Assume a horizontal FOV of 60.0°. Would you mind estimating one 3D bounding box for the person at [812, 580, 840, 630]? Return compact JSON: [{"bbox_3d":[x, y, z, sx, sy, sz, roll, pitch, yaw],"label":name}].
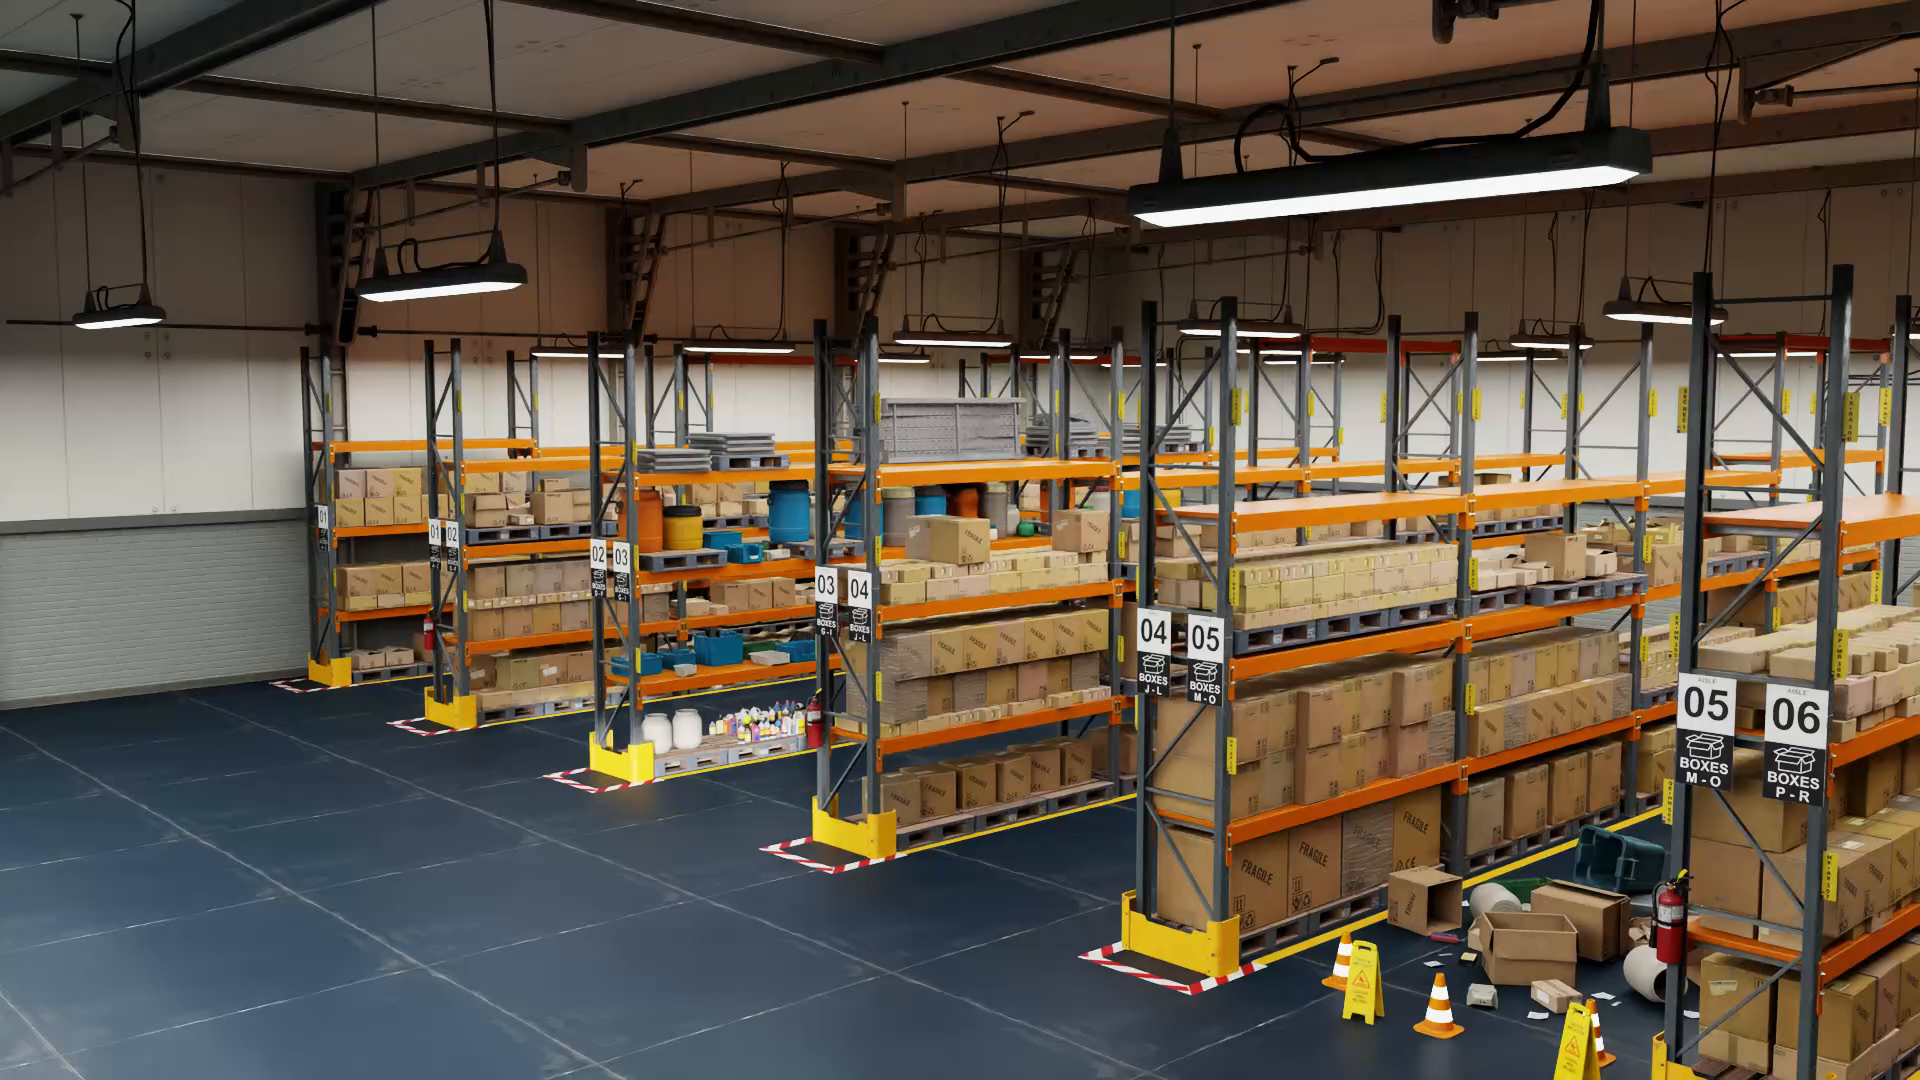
[{"bbox_3d":[-2.793,1.238,35.121,0.563,1.712,0.855,5,7,44],"label":"person"}]
